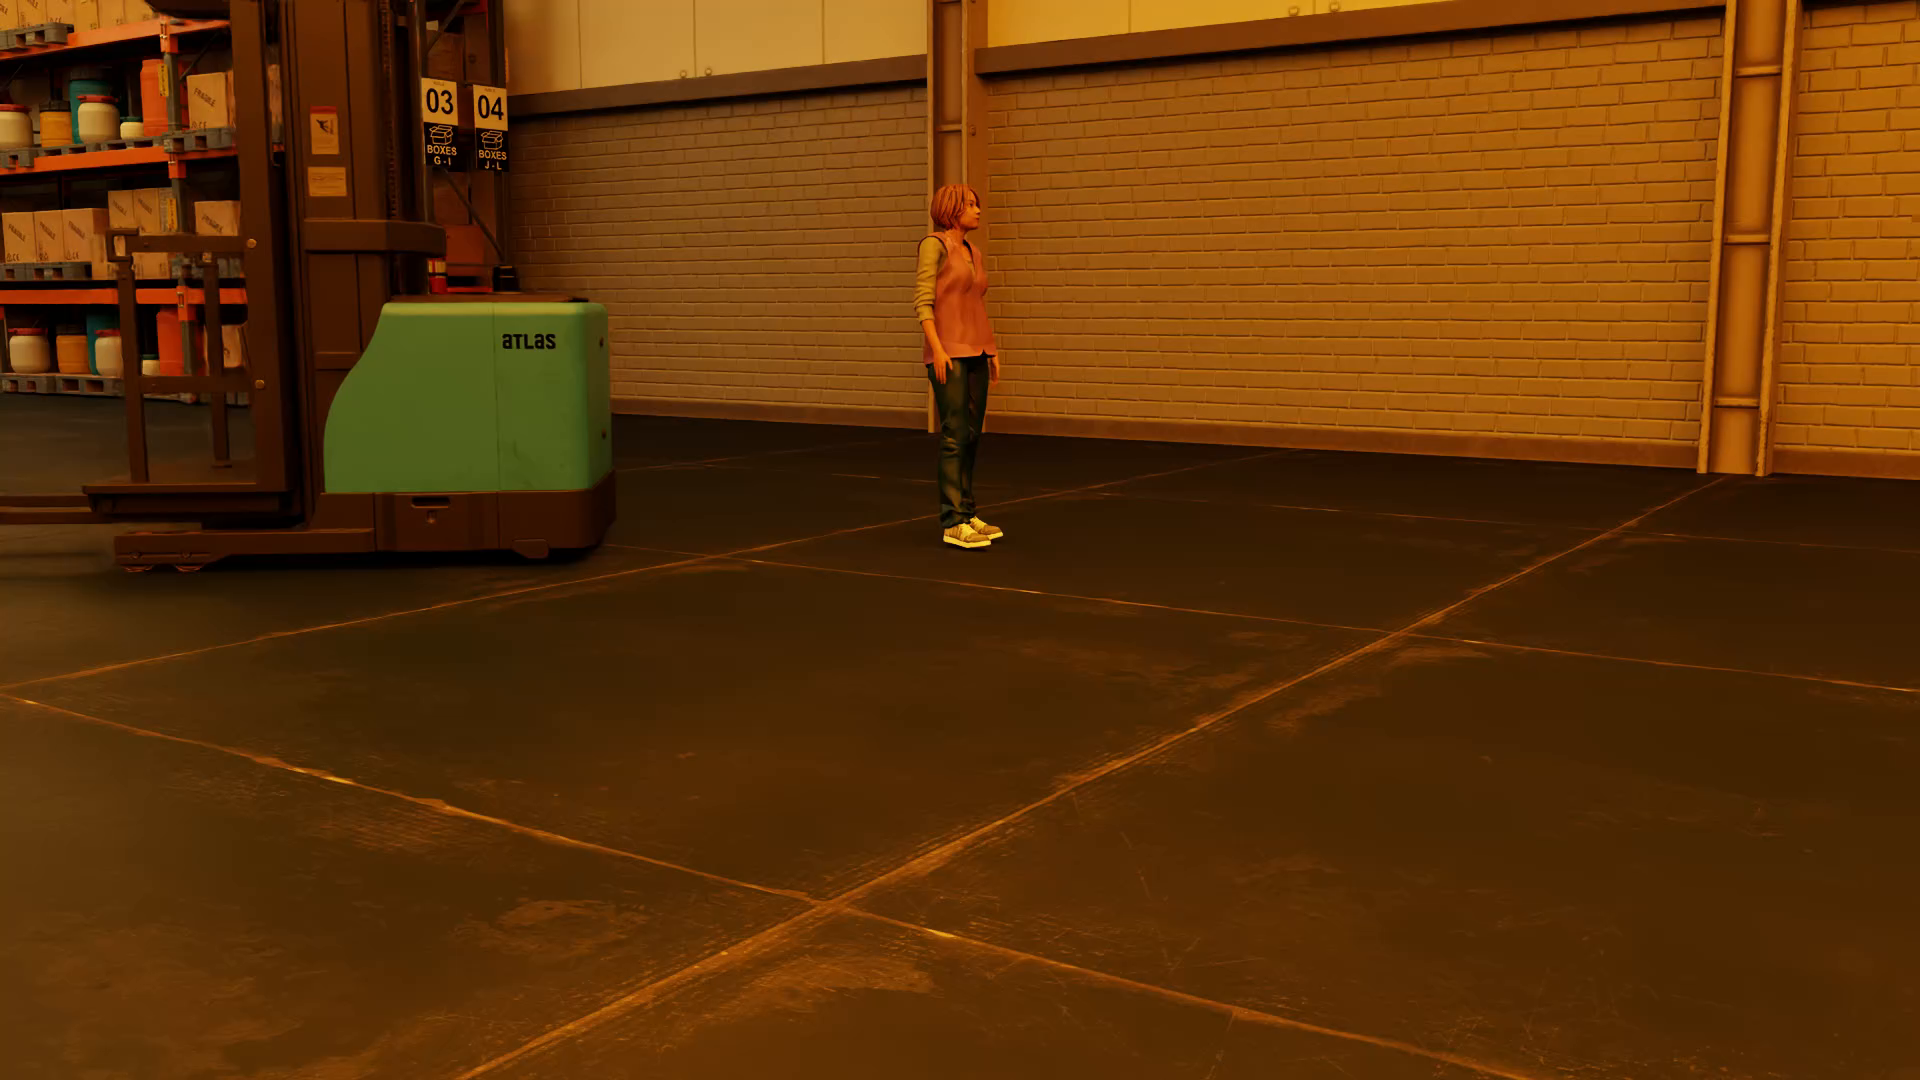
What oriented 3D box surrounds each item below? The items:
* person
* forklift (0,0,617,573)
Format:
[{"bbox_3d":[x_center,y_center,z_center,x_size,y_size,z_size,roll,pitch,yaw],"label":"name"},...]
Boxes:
[{"bbox_3d":[0.053,-0.790,7.438,0.476,1.596,0.520,5,10,34],"label":"person"},{"bbox_3d":[-3.071,-1.397,7.019,3.031,2.935,1.130,-1,8,-6],"label":"forklift"}]
